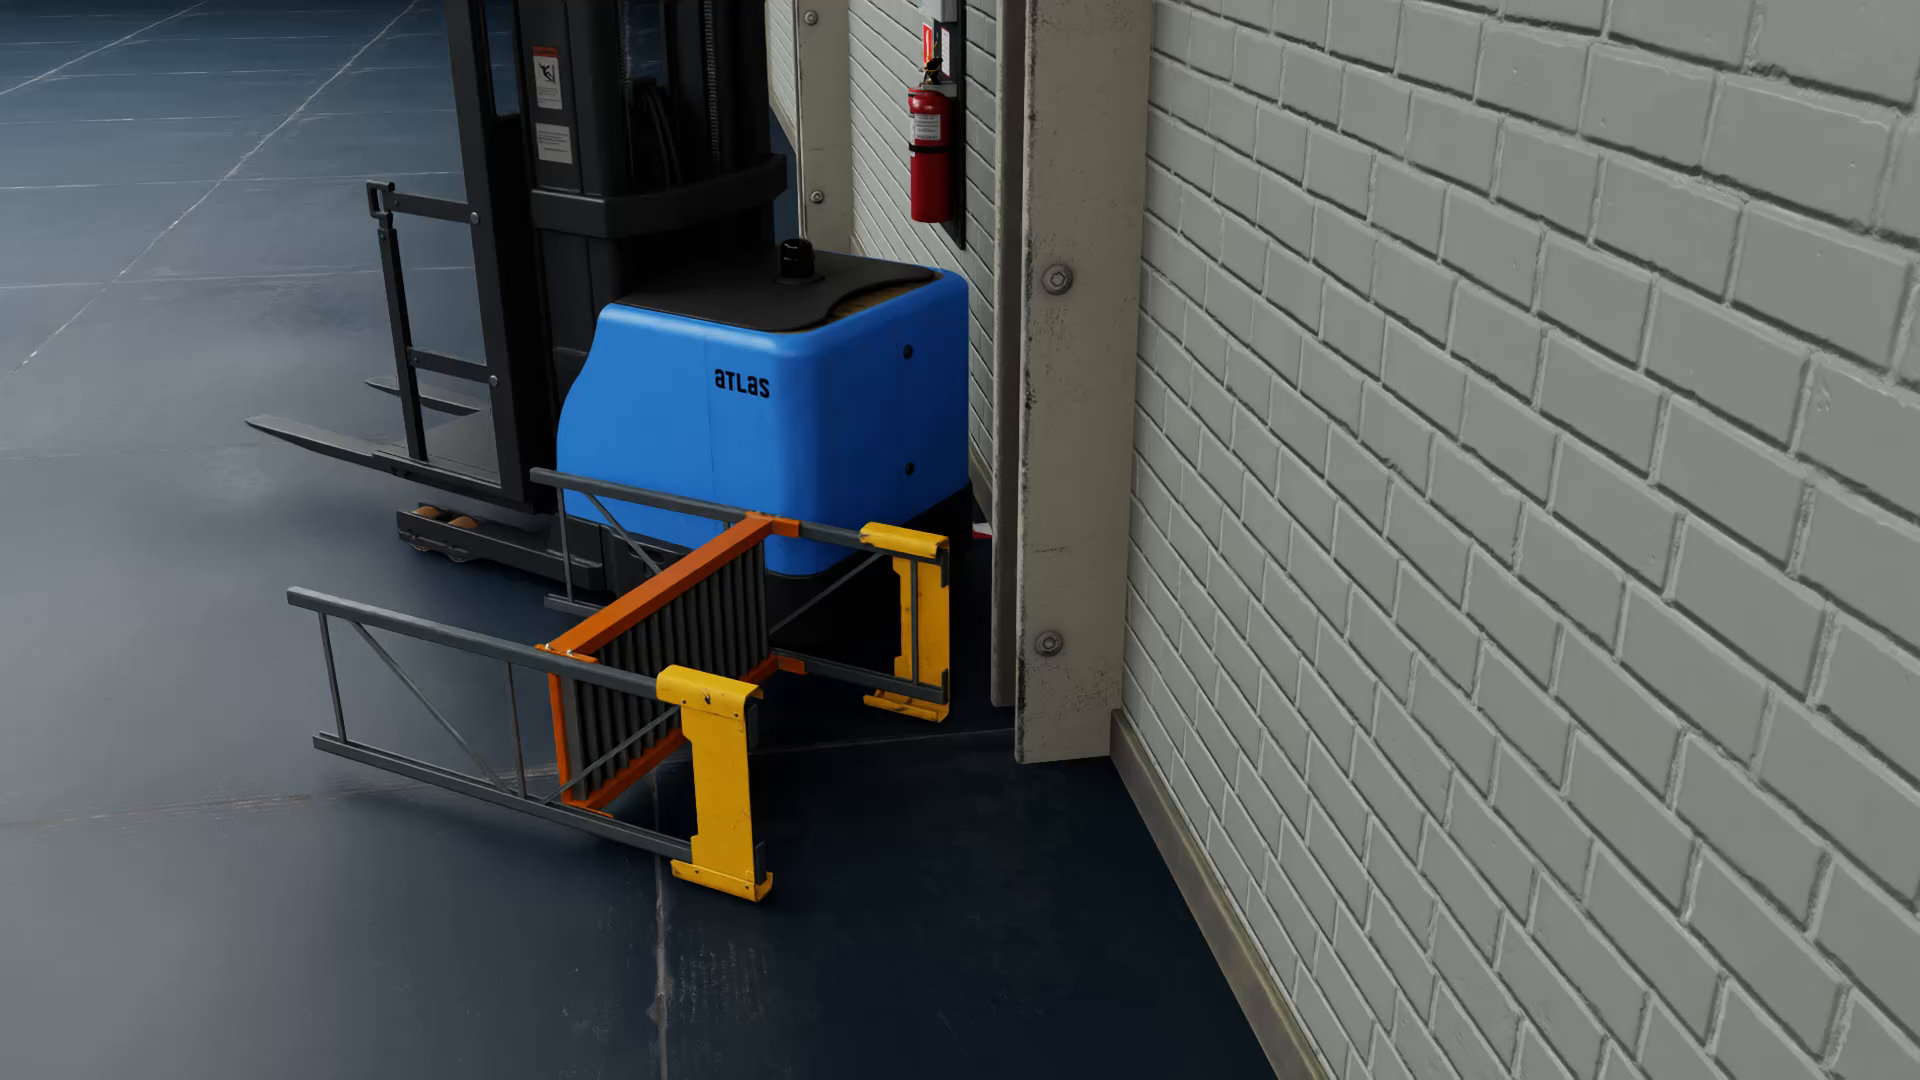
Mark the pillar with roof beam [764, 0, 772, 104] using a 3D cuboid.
[{"bbox_3d":[-6.168,-7.971,13.258,9.100,9.000,0.400,-4,24,-10],"label":"pillar with roof beam"}]

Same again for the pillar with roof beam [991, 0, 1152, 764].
[{"bbox_3d":[-3.949,-3.251,2.451,9.100,9.000,0.400,-4,24,-10],"label":"pillar with roof beam"}]

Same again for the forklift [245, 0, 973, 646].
[{"bbox_3d":[-1.476,-1.422,5.844,3.031,2.935,1.130,14,27,29],"label":"forklift"}]

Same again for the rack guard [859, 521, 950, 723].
[{"bbox_3d":[-0.162,0.246,4.921,0.250,0.587,0.087,11,26,24],"label":"rack guard"}]

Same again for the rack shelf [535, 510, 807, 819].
[{"bbox_3d":[-0.777,0.343,4.700,0.185,0.538,1.000,11,26,24],"label":"rack shelf"}]

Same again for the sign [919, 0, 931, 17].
[{"bbox_3d":[-0.146,-2.277,7.009,0.001,0.109,0.331,-4,24,-10],"label":"sign"}]

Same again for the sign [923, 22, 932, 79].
[{"bbox_3d":[-0.138,-2.037,7.121,0.001,0.329,0.234,-4,24,-10],"label":"sign"}]

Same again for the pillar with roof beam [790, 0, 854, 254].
[{"bbox_3d":[-5.058,-5.611,7.854,9.100,9.000,0.400,-4,24,-10],"label":"pillar with roof beam"}]

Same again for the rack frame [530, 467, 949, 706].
[{"bbox_3d":[-0.714,0.128,5.191,1.500,0.500,0.032,11,26,24],"label":"rack frame"}]

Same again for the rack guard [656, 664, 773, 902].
[{"bbox_3d":[-0.602,0.603,4.103,0.250,0.587,0.087,11,26,24],"label":"rack guard"}]

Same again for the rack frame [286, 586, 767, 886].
[{"bbox_3d":[-1.163,0.493,4.355,1.500,0.500,0.032,11,26,24],"label":"rack frame"}]

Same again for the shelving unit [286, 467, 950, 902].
[{"bbox_3d":[-0.943,0.314,4.765,1.500,0.587,1.083,11,26,24],"label":"shelving unit"}]

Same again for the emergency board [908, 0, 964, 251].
[{"bbox_3d":[-0.138,-1.795,6.613,0.194,1.169,0.643,-4,24,-10],"label":"emergency board"}]
